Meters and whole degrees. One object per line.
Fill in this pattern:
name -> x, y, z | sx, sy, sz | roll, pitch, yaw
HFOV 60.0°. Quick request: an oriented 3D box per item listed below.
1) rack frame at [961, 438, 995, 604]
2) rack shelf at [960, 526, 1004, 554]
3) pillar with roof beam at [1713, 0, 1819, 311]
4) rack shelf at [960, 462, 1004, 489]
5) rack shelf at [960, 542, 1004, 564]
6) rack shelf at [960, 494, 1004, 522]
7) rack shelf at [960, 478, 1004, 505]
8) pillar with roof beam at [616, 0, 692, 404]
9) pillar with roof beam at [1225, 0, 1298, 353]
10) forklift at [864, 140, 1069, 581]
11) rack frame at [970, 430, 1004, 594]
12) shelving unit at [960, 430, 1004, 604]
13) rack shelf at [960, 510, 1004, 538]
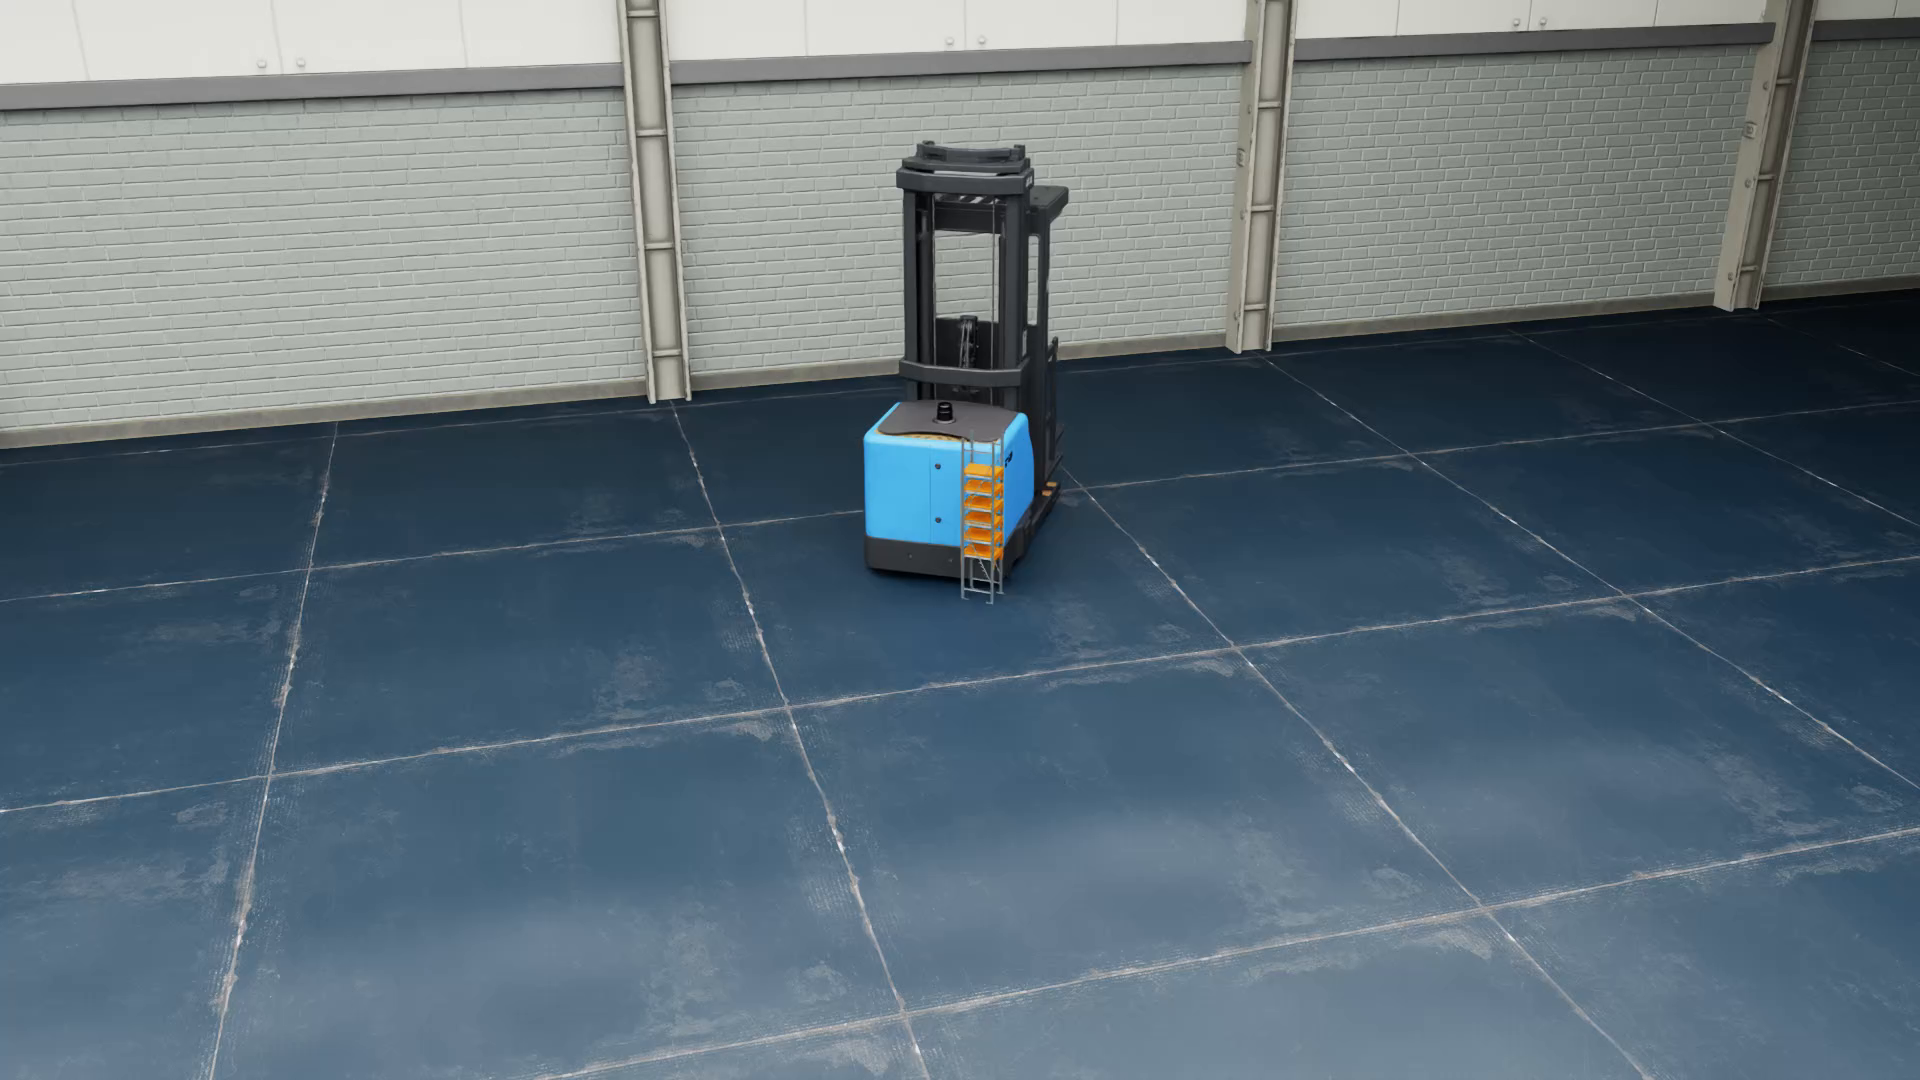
rack frame -> 0.121, -0.120, 11.437 | 0.240, 1.200, 0.006 | 8, 25, 19
rack shelf -> 0.153, -0.002, 11.581 | 0.258, 0.103, 0.180 | 8, 25, 19
pillar with roof beam -> 9.943, -5.145, 13.258 | 0.400, 9.000, 9.100 | -6, 24, -14
rack shelf -> 0.153, -0.443, 11.392 | 0.258, 0.103, 0.180 | 8, 25, 19
rack shelf -> 0.153, 0.108, 11.628 | 0.258, 0.103, 0.180 | 8, 25, 19
rack shelf -> 0.153, -0.223, 11.486 | 0.258, 0.103, 0.180 | 8, 25, 19
rack shelf -> 0.153, -0.333, 11.439 | 0.258, 0.103, 0.180 | 8, 25, 19
pillar with roof beam -> -1.611, -3.866, 10.279 | 0.400, 9.000, 9.100 | -6, 24, -14
pillar with roof beam -> 4.166, -4.506, 11.768 | 0.400, 9.000, 9.100 | -6, 24, -14
forklift -> 0.189, -1.609, 12.713 | 1.130, 2.935, 3.031 | 6, 24, 14
rack frame -> 0.185, -0.187, 11.595 | 0.240, 1.200, 0.006 | 8, 25, 19
shelving unit -> 0.153, -0.153, 11.516 | 0.258, 1.200, 0.189 | 8, 25, 19
rack shelf -> 0.153, -0.113, 11.534 | 0.258, 0.103, 0.180 | 8, 25, 19
